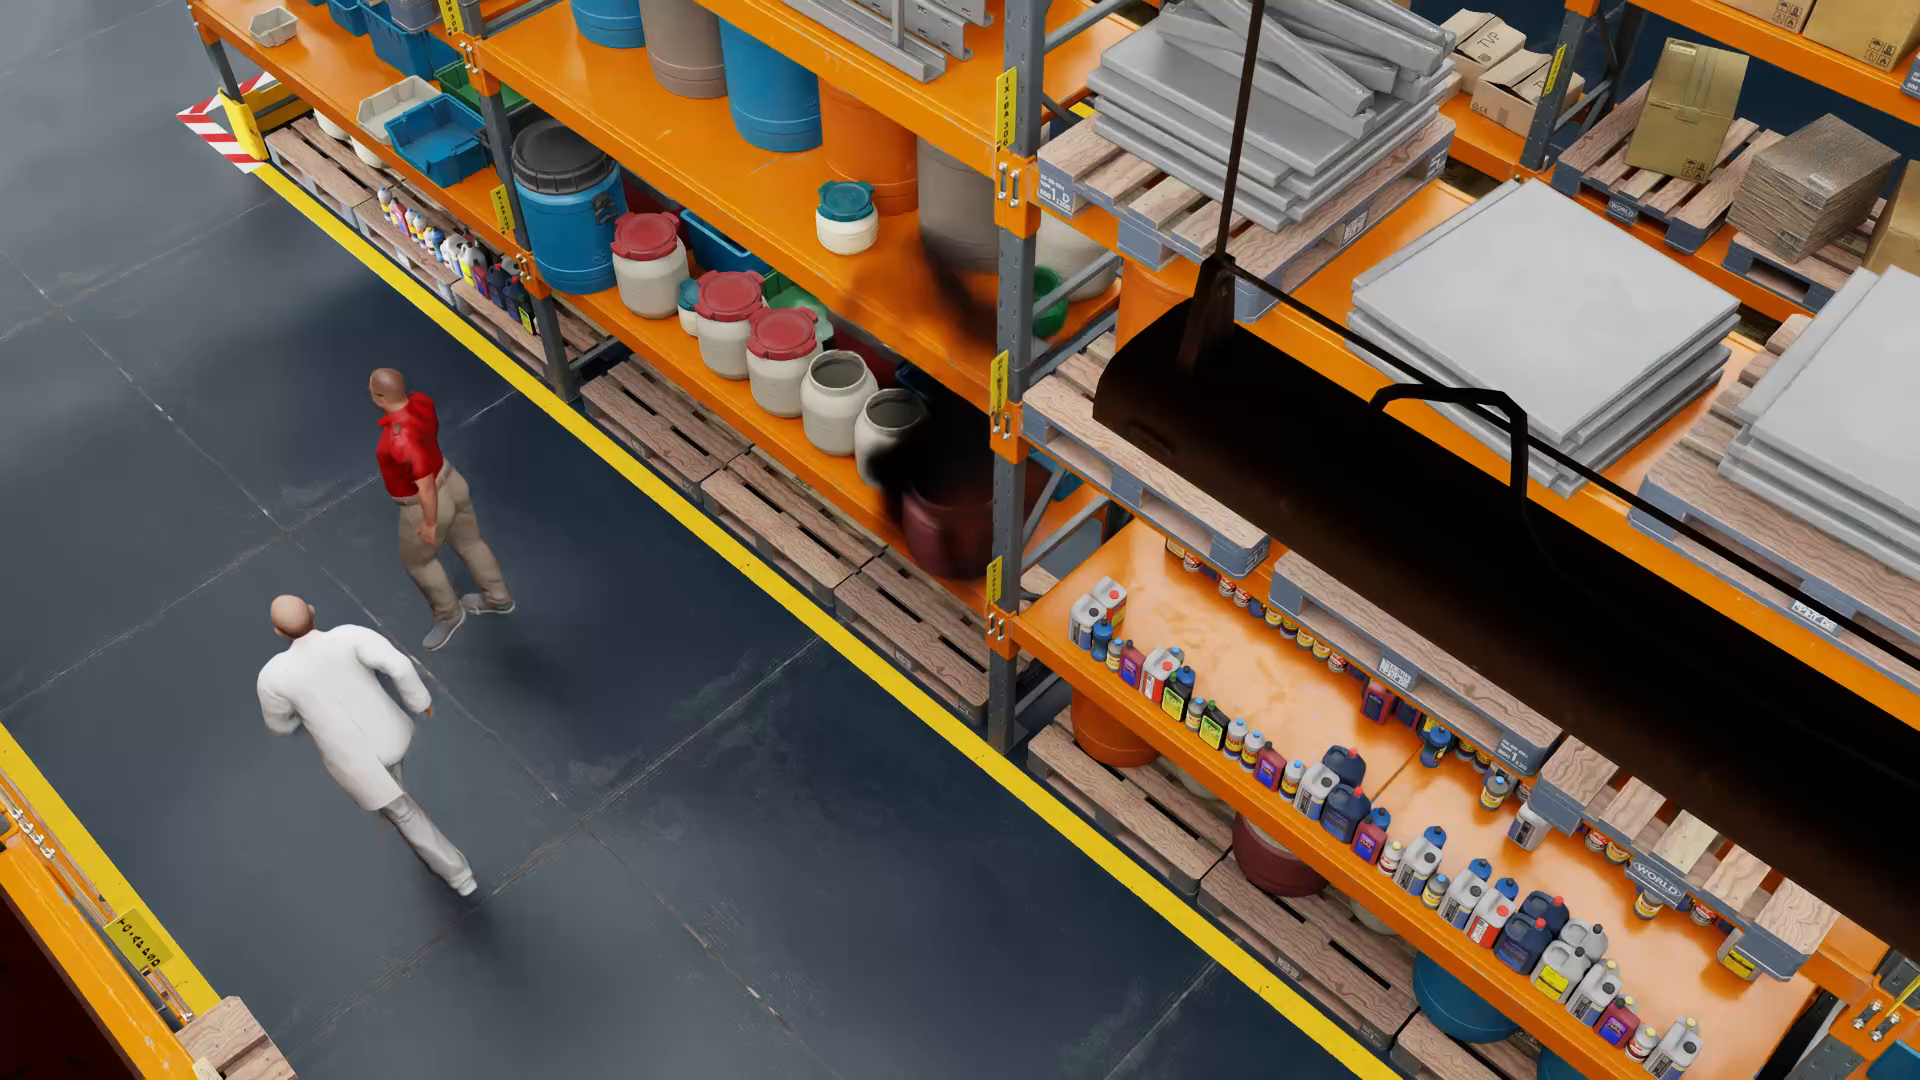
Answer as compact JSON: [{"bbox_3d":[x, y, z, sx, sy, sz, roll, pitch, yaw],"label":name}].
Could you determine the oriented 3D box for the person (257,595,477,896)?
[{"bbox_3d":[-2.848,1.069,8.112,0.699,1.666,1.090,-32,57,-24],"label":"person"}]

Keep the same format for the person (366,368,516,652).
[{"bbox_3d":[-2.890,-0.174,9.086,0.665,1.780,0.704,7,50,6],"label":"person"}]
